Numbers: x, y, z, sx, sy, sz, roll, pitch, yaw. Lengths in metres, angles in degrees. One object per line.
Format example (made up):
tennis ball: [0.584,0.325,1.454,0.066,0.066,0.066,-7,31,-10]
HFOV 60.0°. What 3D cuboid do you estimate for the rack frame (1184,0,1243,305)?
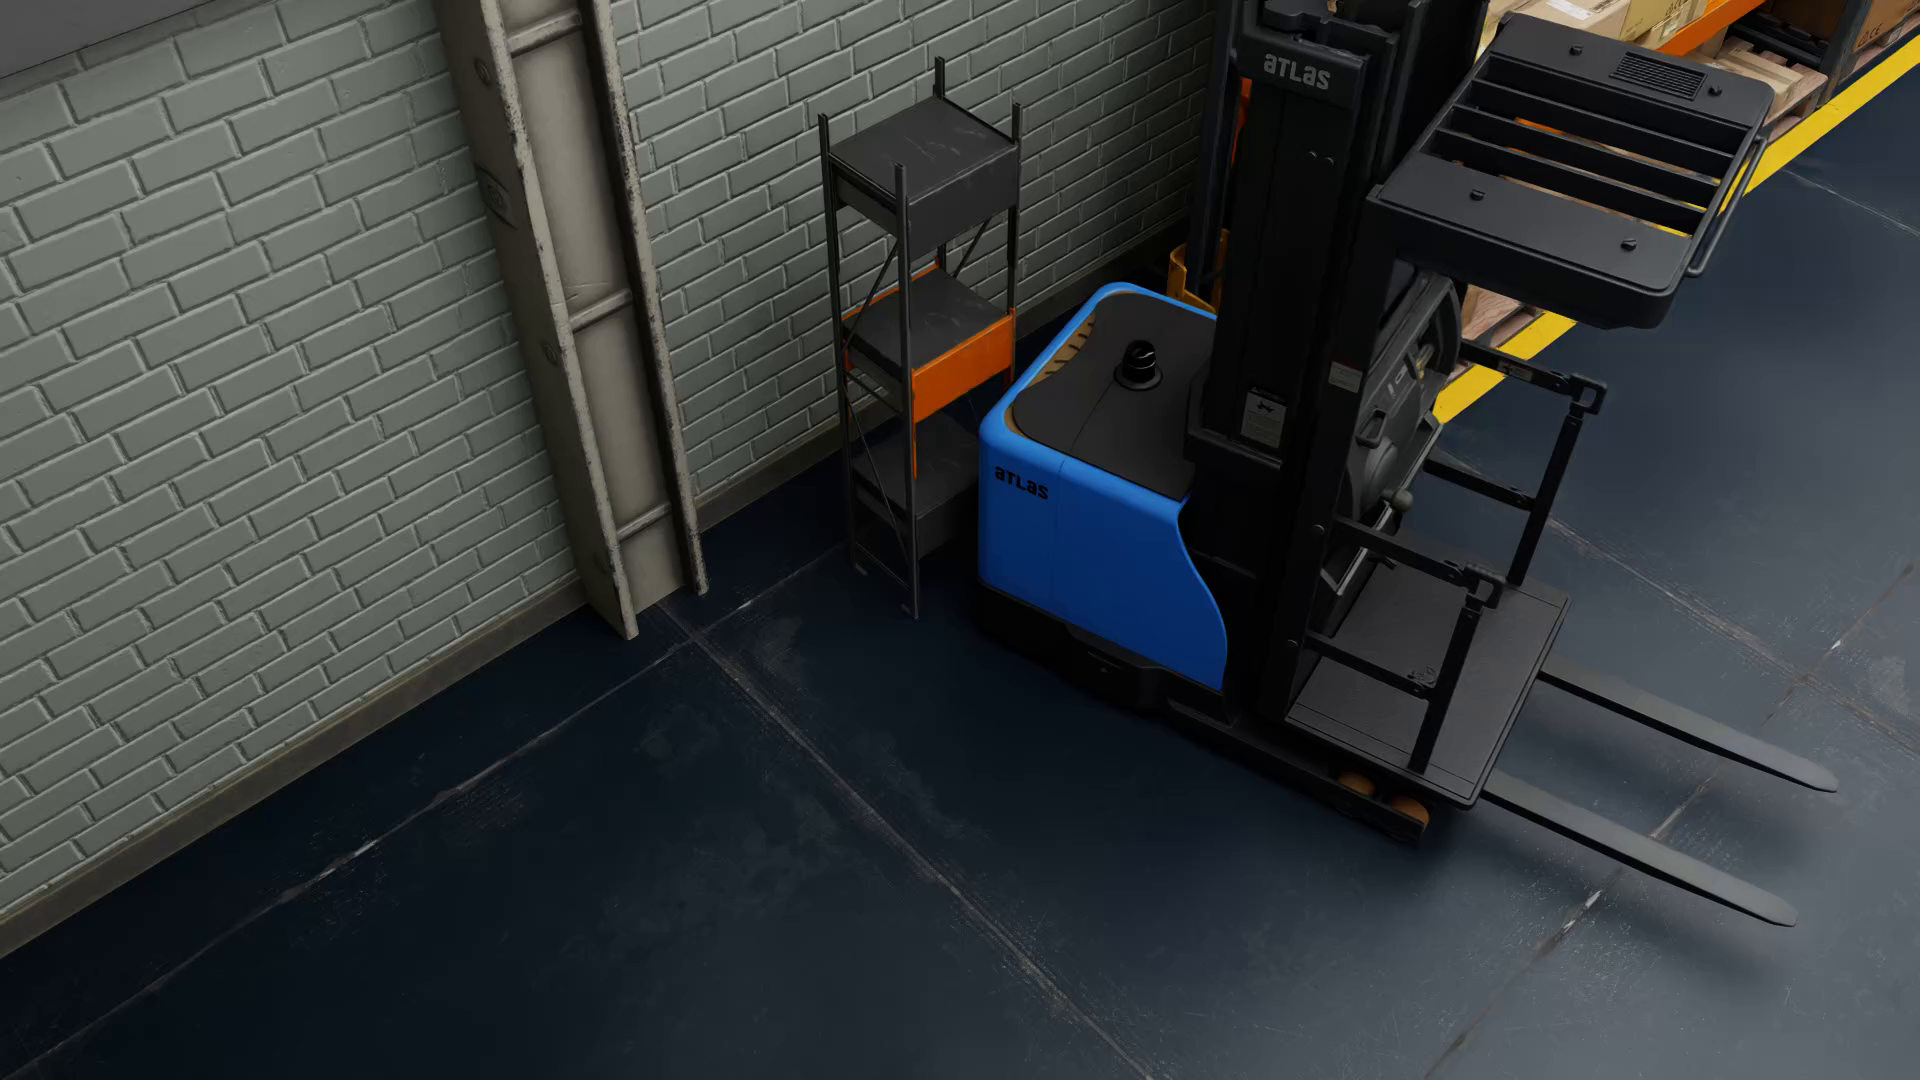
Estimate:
rack frame: [1.356,-1.651,6.285,0.127,3.000,1.000,-34,56,-27]

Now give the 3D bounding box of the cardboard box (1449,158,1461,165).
cardboard box: [1.784,-1.579,6.390,0.250,0.149,0.380,-34,56,-27]

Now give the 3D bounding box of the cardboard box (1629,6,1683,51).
cardboard box: [2.771,-2.189,6.953,0.250,0.149,0.380,-35,56,-28]

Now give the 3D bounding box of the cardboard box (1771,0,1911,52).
cardboard box: [4.825,-3.040,8.982,0.500,0.500,0.500,-31,55,-26]

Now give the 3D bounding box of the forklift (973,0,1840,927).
forklift: [1.573,-0.390,5.169,3.031,2.935,1.130,24,52,21]

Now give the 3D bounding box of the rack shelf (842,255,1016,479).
rack shelf: [-0.123,-0.621,5.966,0.480,0.518,0.431,-34,56,-27]

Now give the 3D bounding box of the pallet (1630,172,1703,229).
pallet: [2.904,-1.737,8.263,1.213,0.211,1.003,-34,56,-27]

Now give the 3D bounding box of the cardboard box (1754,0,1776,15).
cardboard box: [4.480,-3.327,9.247,0.500,0.500,0.500,-34,56,-27]

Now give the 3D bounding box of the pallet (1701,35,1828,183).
pallet: [3.807,-2.344,8.822,1.213,0.211,1.003,-34,56,-27]

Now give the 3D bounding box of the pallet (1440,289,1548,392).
pallet: [2.002,-1.137,7.709,1.213,0.211,1.003,-34,56,-27]

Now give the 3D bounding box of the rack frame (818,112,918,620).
rack frame: [-0.303,-0.510,5.845,0.015,2.100,0.400,-34,56,-27]

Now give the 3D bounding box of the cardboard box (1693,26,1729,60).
cardboard box: [3.668,-2.661,8.761,0.500,0.311,0.500,-32,55,-26]

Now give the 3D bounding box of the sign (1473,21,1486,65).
sign: [1.721,-1.649,5.695,0.005,0.325,0.100,-34,56,-27]

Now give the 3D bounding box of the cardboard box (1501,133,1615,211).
cardboard box: [2.531,-1.598,7.651,0.500,0.500,0.700,-32,55,-26]

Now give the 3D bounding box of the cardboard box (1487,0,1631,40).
cardboard box: [2.246,-2.028,6.533,0.500,0.250,0.500,-33,55,-27]

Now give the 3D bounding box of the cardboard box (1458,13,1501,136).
cardboard box: [1.873,-1.778,6.303,0.500,0.250,0.500,-33,56,-27]

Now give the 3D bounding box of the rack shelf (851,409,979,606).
rack shelf: [-0.124,-0.147,6.481,0.480,0.518,0.431,-34,56,-27]

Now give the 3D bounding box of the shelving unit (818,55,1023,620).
shelving unit: [-0.123,-0.631,5.956,0.503,2.100,0.431,-34,56,-27]

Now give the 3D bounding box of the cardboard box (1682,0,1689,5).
cardboard box: [2.983,-2.545,7.010,0.500,0.250,0.500,-35,56,-28]

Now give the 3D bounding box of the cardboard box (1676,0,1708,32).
cardboard box: [2.952,-2.330,7.083,0.250,0.149,0.380,-33,55,-26]

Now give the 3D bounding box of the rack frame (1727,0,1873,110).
rack frame: [4.316,-3.628,8.110,0.127,3.000,1.000,-34,56,-27]

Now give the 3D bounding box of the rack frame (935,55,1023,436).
rack frame: [0.057,-0.752,6.068,0.015,2.100,0.400,-34,56,-27]

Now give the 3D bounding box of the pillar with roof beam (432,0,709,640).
pillar with roof beam: [1.651,-0.501,1.143,0.400,9.000,9.100,-34,56,-27]

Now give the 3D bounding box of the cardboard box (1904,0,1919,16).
cardboard box: [5.212,-3.308,9.230,0.500,0.500,0.500,-34,56,-28]

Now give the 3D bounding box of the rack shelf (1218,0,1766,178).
rack shelf: [2.836,-2.395,7.462,4.000,0.370,1.077,-34,56,-27]

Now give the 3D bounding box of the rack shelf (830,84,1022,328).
rack shelf: [-0.123,-1.096,5.451,0.480,0.518,0.431,-34,56,-27]

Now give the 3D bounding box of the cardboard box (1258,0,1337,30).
cardboard box: [1.518,-2.072,6.574,0.500,0.250,0.500,-32,55,-26]

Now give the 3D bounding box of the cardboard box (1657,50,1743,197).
cardboard box: [3.299,-2.111,8.125,0.500,0.500,0.700,-36,57,-28]

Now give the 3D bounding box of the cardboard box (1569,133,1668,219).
cardboard box: [2.990,-1.805,7.842,0.500,0.500,0.500,-33,55,-27]

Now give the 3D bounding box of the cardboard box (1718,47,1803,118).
cardboard box: [4.101,-2.369,8.602,0.250,0.149,0.380,-35,56,-28]

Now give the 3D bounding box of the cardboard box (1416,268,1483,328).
cardboard box: [1.873,-1.197,7.280,0.637,0.503,0.797,-36,57,-28]

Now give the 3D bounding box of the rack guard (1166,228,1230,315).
rack guard: [1.412,-0.840,7.239,0.348,0.500,1.175,-34,56,-27]

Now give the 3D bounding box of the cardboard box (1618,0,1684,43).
cardboard box: [2.619,-2.280,6.766,0.500,0.250,0.500,-35,56,-28]

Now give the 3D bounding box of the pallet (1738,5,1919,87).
pallet: [4.892,-3.105,9.525,1.213,0.211,1.003,-34,56,-27]
